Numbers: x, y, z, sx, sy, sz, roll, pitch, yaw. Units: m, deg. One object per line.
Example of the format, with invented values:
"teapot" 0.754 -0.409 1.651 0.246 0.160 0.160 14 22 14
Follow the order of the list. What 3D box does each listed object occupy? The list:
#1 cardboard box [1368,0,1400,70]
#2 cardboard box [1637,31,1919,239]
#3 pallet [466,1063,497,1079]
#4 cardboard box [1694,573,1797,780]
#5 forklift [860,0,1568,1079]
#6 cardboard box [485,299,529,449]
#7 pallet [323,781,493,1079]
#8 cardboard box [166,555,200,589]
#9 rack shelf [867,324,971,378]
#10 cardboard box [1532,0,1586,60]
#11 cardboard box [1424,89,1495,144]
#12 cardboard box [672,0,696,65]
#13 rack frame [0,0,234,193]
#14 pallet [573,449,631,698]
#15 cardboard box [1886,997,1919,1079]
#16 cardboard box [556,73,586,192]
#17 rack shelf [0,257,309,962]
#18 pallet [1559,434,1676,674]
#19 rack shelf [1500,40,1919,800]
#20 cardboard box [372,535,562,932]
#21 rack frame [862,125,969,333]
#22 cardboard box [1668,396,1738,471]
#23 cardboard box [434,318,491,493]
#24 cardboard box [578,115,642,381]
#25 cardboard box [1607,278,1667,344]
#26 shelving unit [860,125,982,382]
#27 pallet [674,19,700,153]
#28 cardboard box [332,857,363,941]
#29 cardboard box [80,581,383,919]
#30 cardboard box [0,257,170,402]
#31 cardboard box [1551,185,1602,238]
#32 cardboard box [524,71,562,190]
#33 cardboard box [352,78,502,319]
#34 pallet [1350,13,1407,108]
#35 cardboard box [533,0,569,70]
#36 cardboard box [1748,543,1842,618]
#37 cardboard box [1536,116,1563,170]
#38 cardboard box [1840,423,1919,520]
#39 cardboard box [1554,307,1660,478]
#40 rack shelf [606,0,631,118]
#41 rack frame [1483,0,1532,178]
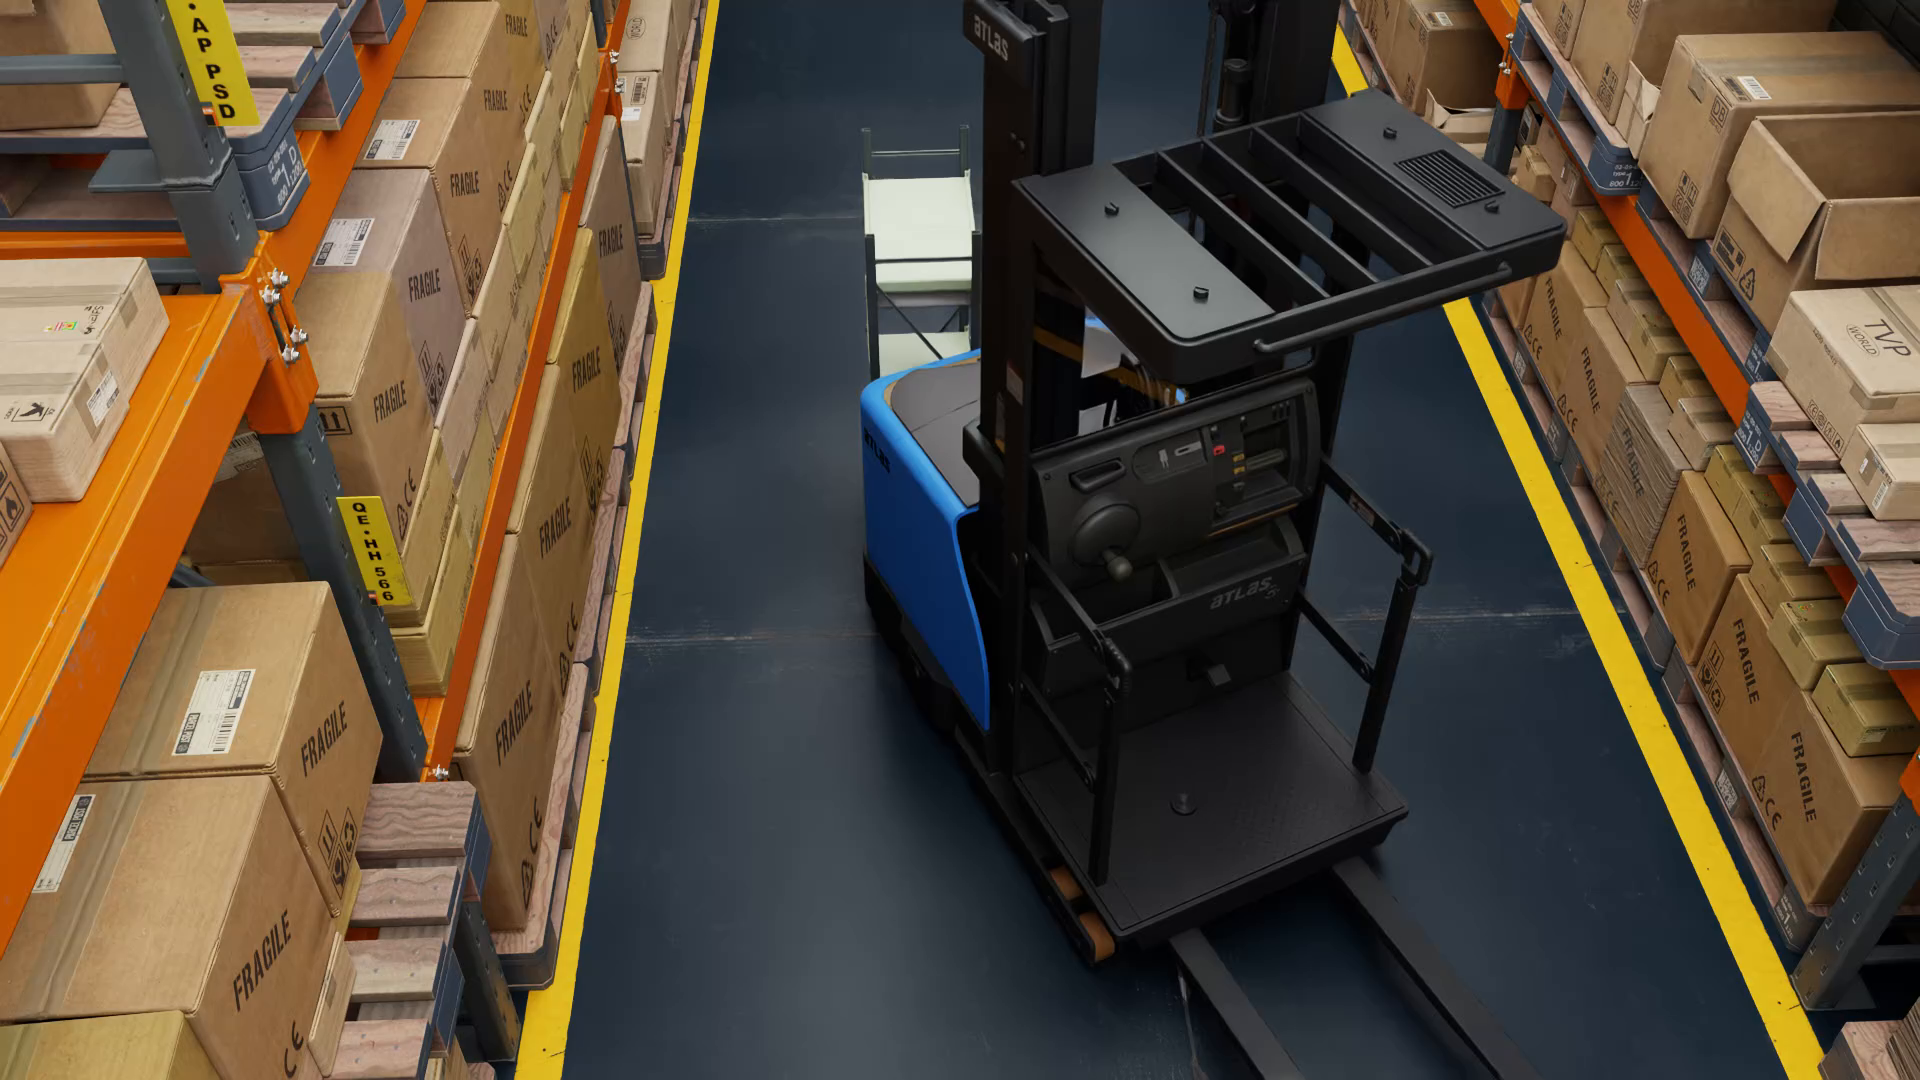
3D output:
"cardboard box" 2.625 -2.978 9.318 0.500 0.500 0.500 -1 43 -1
"cardboard box" 2.796 -1.377 5.648 0.700 0.500 0.500 -2 43 -2
"pallet" -1.813 2.003 4.408 1.003 0.211 1.213 -2 43 -2
"cardboard box" 2.870 0.452 5.576 0.500 0.500 0.500 -2 43 -2
"forklift" 0.743 -0.087 4.676 1.130 2.935 3.031 -19 46 -19
"cardboard box" -1.670 -0.535 5.225 0.500 0.250 0.500 0 43 0
"pallet" -1.708 0.996 3.585 1.213 0.211 1.003 -2 43 -2
"cardboard box" -2.120 -0.001 4.272 0.500 0.250 0.500 -2 43 -2
"rack shelf" -0.146 -0.498 6.665 0.431 0.370 0.720 -2 43 -2
"cardboard box" 2.741 -2.256 6.607 0.700 0.500 0.500 -1 43 -1
"cardboard box" 2.612 -2.153 8.592 0.396 0.266 0.258 0 43 0
"cardboard box" -2.010 -3.103 9.501 0.875 0.438 0.875 -1 43 -1
"rack frame" -1.845 -1.764 2.015 1.000 3.000 0.127 -2 43 -2
"pallet" -1.852 0.119 6.463 1.003 0.211 1.213 -2 43 -2
"cardboard box" 3.127 1.445 4.401 0.875 0.625 0.625 0 43 0
"cardboard box" -1.724 -1.558 6.341 0.500 0.250 0.500 -2 43 -2
"rack shelf" -1.760 0.957 1.798 1.077 0.370 4.000 -2 43 -2
"pallet" 3.071 0.004 6.590 1.003 0.211 1.213 -2 43 -2
"rack shelf" 3.029 -0.782 5.916 1.077 0.370 4.000 -2 43 -2
"cardboard box" -1.791 0.607 5.129 0.875 0.875 0.875 -2 43 -2
"rack frame" -0.167 -0.985 6.714 0.400 1.500 0.023 -2 43 -2
"cardboard box" 2.812 -0.392 6.017 0.380 0.149 0.250 -4 43 -4
"cardboard box" -1.641 -0.380 4.685 0.500 0.250 0.500 -1 43 -1
"cardboard box" -1.909 -1.208 7.110 0.875 0.875 0.875 0 43 0
"cardboard box" 2.803 -0.908 6.580 0.380 0.149 0.250 -2 43 -2
"shelving unit" -0.146 -0.738 6.445 0.431 1.500 0.755 -2 43 -2
"pallet" -2.024 -2.566 9.393 1.003 0.211 1.213 -2 43 -2
"cardboard box" -1.512 0.779 3.556 0.380 0.149 0.250 -1 43 -1
"cardboard box" -1.548 0.445 3.440 0.500 0.500 0.500 -3 43 -3
"cardboard box" -1.622 -0.359 2.888 0.380 0.149 0.250 -2 43 -2
"cardboard box" 2.782 -1.436 7.155 0.380 0.149 0.250 -3 43 -3
"cardboard box" -1.697 -1.404 5.803 0.500 0.250 0.500 -1 43 -1
"cardboard box" -1.659 -0.982 4.788 0.500 0.500 0.500 -1 43 -1
"pallet" 2.861 -2.659 9.495 1.003 0.211 1.213 -2 43 -2
"cardboard box" -1.716 -2.015 5.914 0.500 0.500 0.500 -1 43 -1
"cardboard box" 2.830 0.142 5.435 0.380 0.149 0.250 -3 43 -3
"cardboard box" 2.754 -1.732 7.258 0.380 0.149 0.250 -2 43 -3
"cardboard box" 2.703 -0.192 4.615 0.380 0.149 0.250 -1 43 -1
"cardboard box" 2.789 -0.602 6.726 0.500 0.500 0.500 -3 43 -3
"rack shelf" -2.100 -3.338 8.704 1.077 0.370 4.000 -2 43 -2
"rack frame" 2.944 -2.398 7.146 1.000 3.000 0.127 -2 43 -2
